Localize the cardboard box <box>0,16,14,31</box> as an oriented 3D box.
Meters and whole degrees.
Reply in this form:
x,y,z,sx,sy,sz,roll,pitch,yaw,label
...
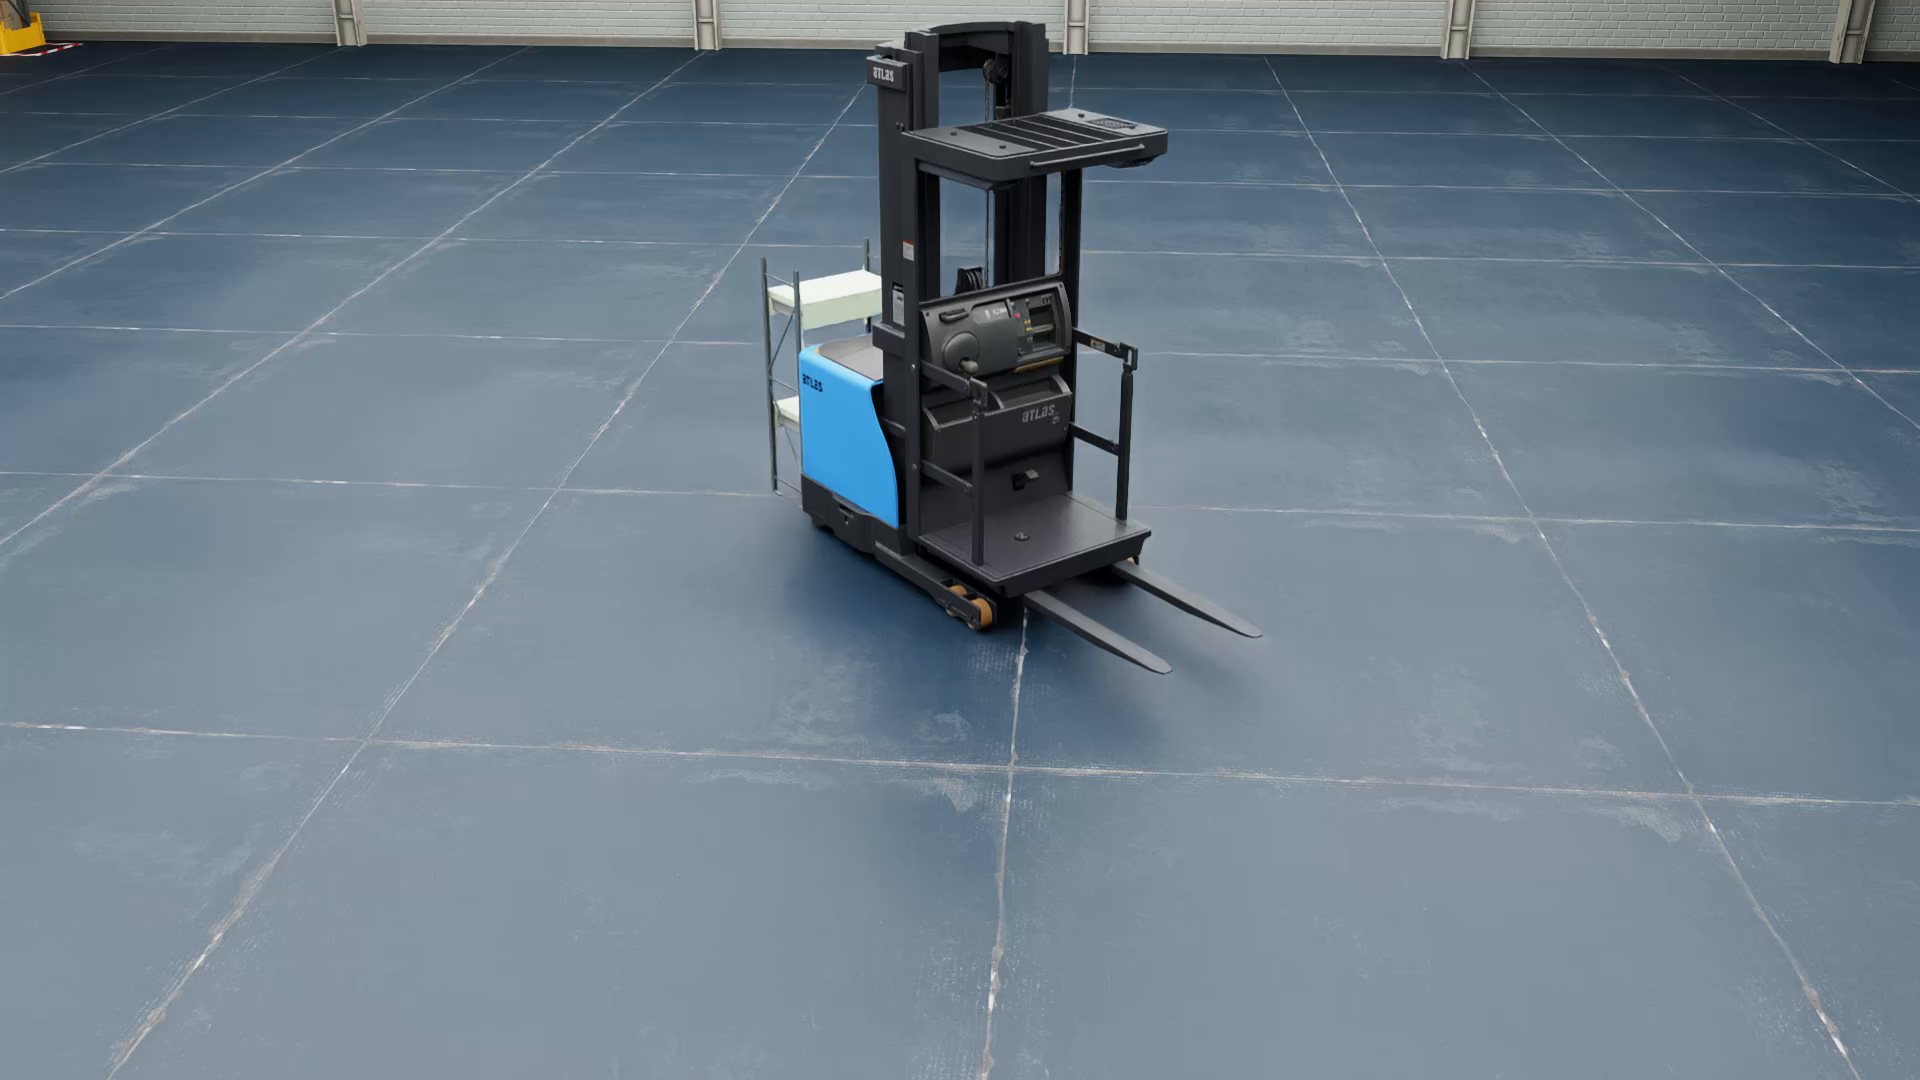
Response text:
x,y,z,sx,sy,sz,roll,pitch,yaw,label
-15.932,-8.437,27.285,0.500,0.250,0.500,2,25,4,cardboard box

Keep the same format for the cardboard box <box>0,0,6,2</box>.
x,y,z,sx,sy,sz,roll,pitch,yaw,label
-15.922,-8.888,27.069,0.500,0.250,0.500,1,25,3,cardboard box

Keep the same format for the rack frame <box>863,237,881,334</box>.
x,y,z,sx,sy,sz,roll,pitch,yaw,label
-0.463,-1.107,10.362,0.023,1.500,0.400,-17,30,-33,rack frame

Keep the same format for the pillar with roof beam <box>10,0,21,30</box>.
x,y,z,sx,sy,sz,roll,pitch,yaw,label
-16.412,-10.727,22.298,0.400,9.000,9.100,2,25,4,pillar with roof beam

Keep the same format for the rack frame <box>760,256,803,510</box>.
x,y,z,sx,sy,sz,roll,pitch,yaw,label
-1.048,-0.923,9.962,0.023,1.500,0.400,-17,30,-33,rack frame

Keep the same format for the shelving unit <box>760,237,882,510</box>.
x,y,z,sx,sy,sz,roll,pitch,yaw,label
-0.756,-1.015,10.162,0.755,1.500,0.431,-17,30,-33,shelving unit

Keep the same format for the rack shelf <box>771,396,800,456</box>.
x,y,z,sx,sy,sz,roll,pitch,yaw,label
-0.756,-0.719,10.299,0.720,0.370,0.431,-17,30,-33,rack shelf

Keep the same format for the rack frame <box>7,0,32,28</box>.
x,y,z,sx,sy,sz,roll,pitch,yaw,label
-15.457,-9.398,26.586,0.127,3.000,1.000,2,25,4,rack frame

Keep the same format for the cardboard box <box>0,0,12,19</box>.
x,y,z,sx,sy,sz,roll,pitch,yaw,label
-15.910,-8.669,27.190,0.500,0.250,0.500,2,25,5,cardboard box

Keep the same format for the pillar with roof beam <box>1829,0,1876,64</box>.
x,y,z,sx,sy,sz,roll,pitch,yaw,label
13.500,-9.767,20.212,0.400,9.000,9.100,2,25,4,pillar with roof beam

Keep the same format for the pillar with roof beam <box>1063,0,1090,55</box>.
x,y,z,sx,sy,sz,roll,pitch,yaw,label
1.536,-10.151,21.046,0.400,9.000,9.100,2,25,4,pillar with roof beam

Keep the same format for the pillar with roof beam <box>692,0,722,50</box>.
x,y,z,sx,sy,sz,roll,pitch,yaw,label
-4.447,-10.343,21.463,0.400,9.000,9.100,2,25,4,pillar with roof beam

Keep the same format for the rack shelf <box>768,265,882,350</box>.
x,y,z,sx,sy,sz,roll,pitch,yaw,label
-0.756,-1.370,9.999,0.720,0.370,0.431,-17,30,-33,rack shelf

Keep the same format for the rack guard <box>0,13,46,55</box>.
x,y,z,sx,sy,sz,roll,pitch,yaw,label
-15.433,-8.262,27.107,0.348,0.500,1.175,2,25,4,rack guard

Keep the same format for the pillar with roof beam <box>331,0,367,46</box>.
x,y,z,sx,sy,sz,roll,pitch,yaw,label
-10.429,-10.535,21.881,0.400,9.000,9.100,2,25,4,pillar with roof beam

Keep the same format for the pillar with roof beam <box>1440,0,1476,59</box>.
x,y,z,sx,sy,sz,roll,pitch,yaw,label
7.518,-9.959,20.629,0.400,9.000,9.100,2,25,4,pillar with roof beam

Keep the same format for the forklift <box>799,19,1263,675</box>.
x,y,z,sx,sy,sz,roll,pitch,yaw,label
0.331,-1.089,8.611,1.130,2.935,3.031,-17,30,-33,forklift
